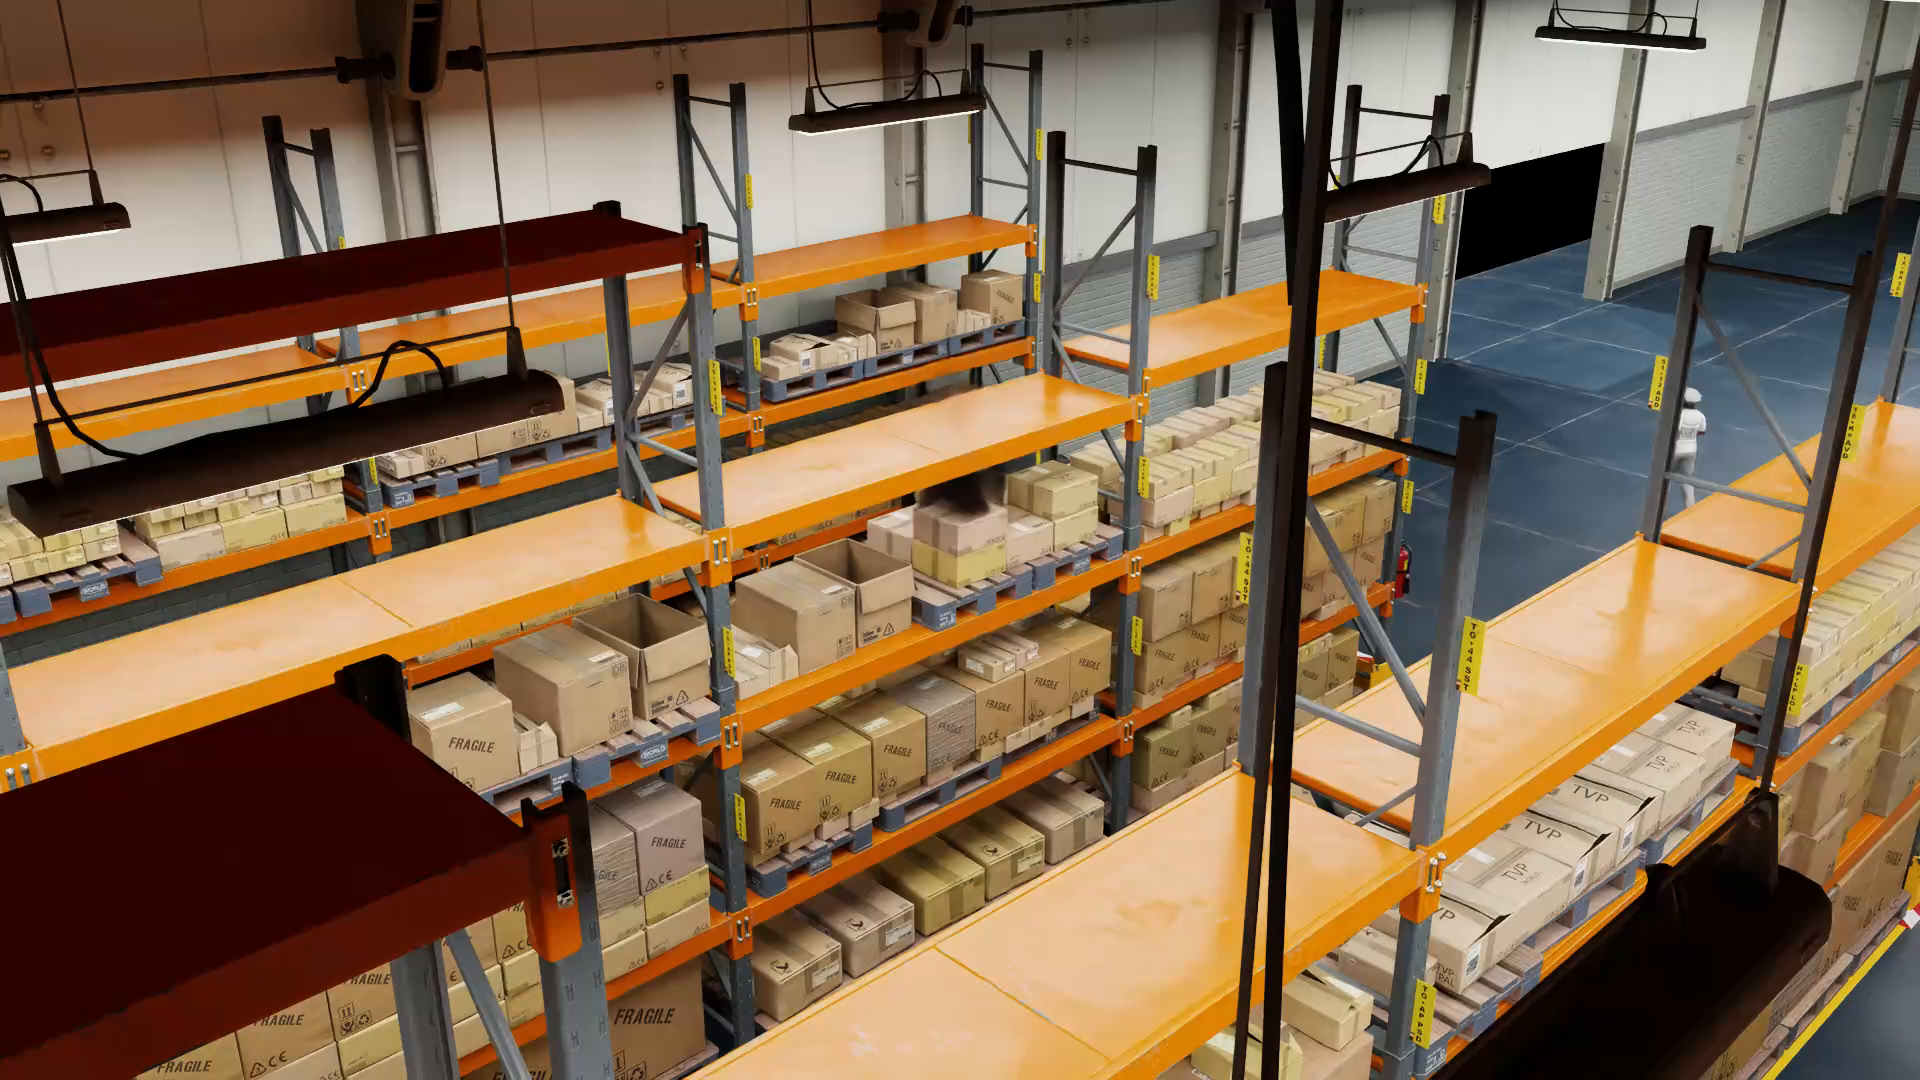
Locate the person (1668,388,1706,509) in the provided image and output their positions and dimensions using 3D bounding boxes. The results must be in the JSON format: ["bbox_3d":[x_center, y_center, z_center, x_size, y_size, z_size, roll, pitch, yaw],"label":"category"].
[{"bbox_3d":[9.214,-1.100,21.242,0.604,1.702,0.901,-1,22,-2],"label":"person"}]
